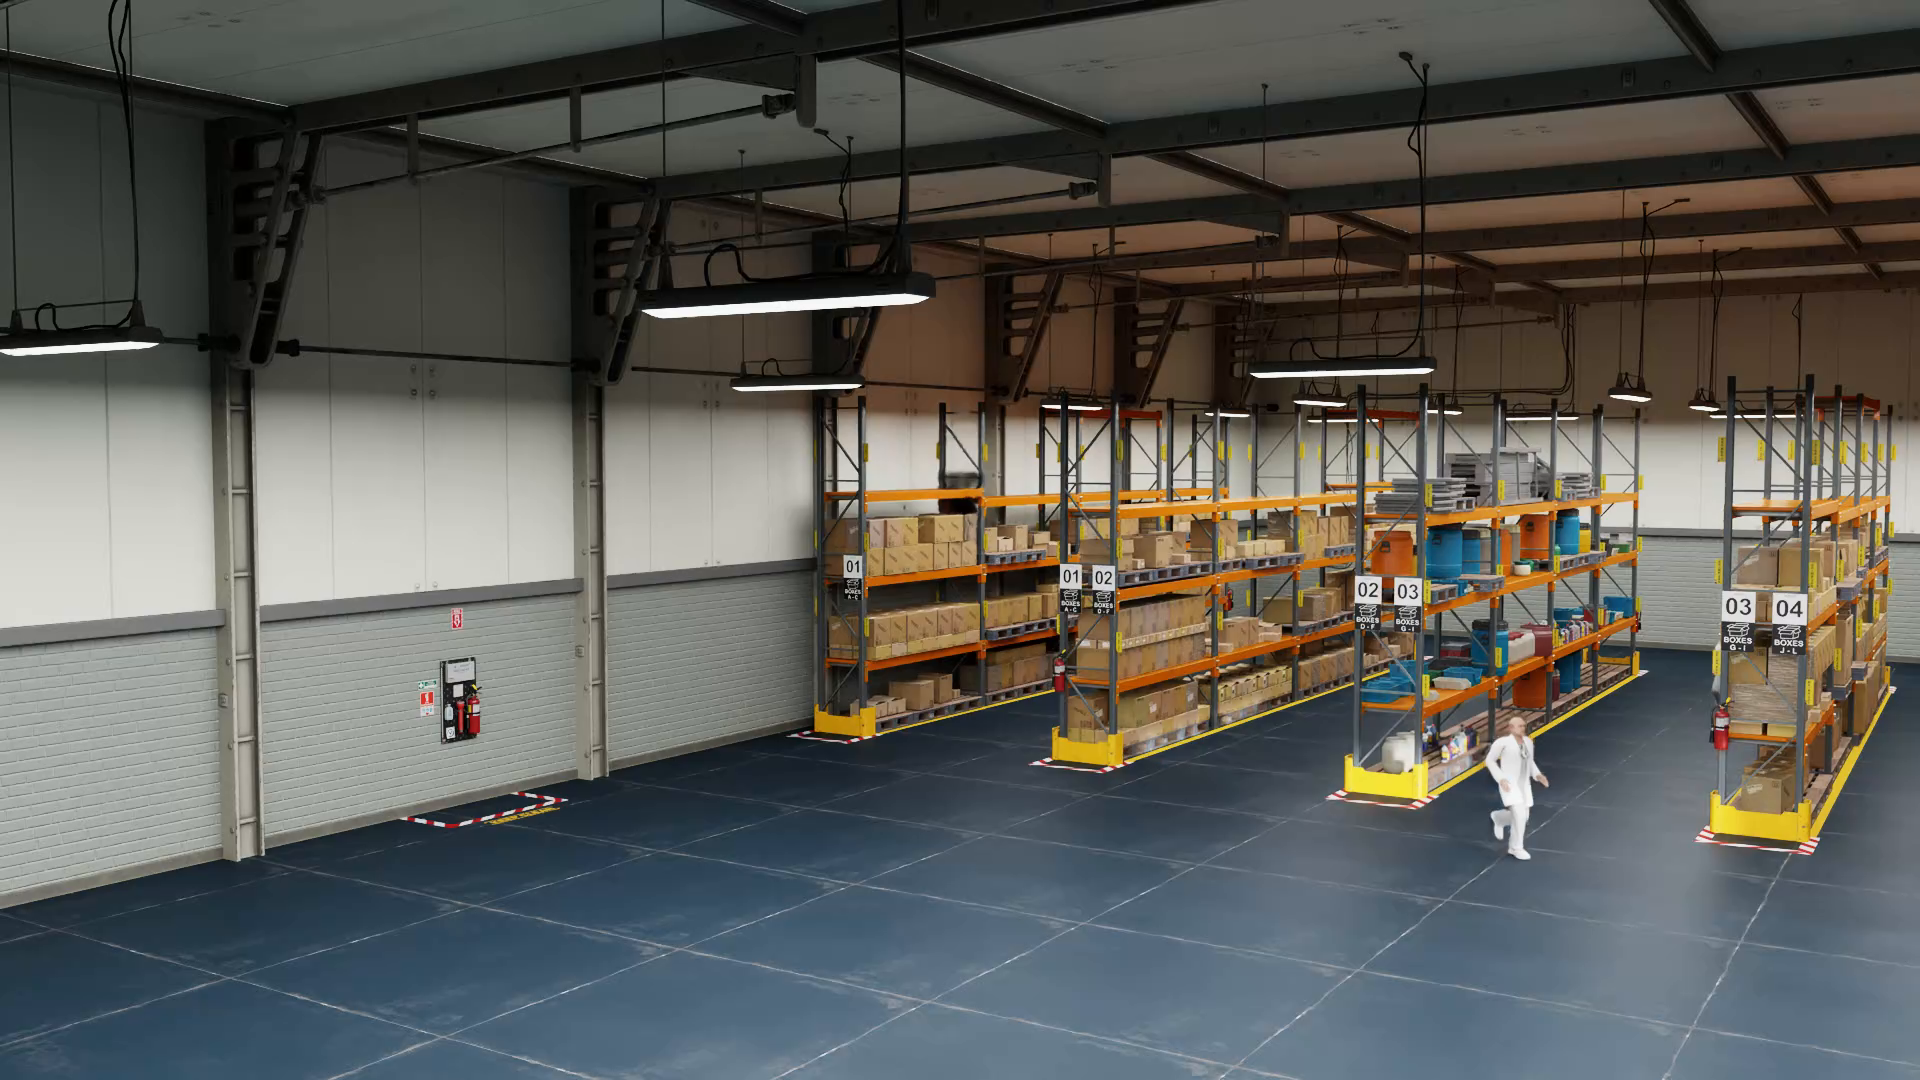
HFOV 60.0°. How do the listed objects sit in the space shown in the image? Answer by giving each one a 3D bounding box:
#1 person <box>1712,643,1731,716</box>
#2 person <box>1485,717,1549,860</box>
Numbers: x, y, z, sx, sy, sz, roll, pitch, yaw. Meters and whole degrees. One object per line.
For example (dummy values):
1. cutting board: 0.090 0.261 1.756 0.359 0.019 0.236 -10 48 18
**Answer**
1. person: 14.443 2.539 31.320 0.588 1.620 0.676 2 4 37
2. person: 6.846 3.052 20.734 0.695 1.732 0.797 -1 3 -23
